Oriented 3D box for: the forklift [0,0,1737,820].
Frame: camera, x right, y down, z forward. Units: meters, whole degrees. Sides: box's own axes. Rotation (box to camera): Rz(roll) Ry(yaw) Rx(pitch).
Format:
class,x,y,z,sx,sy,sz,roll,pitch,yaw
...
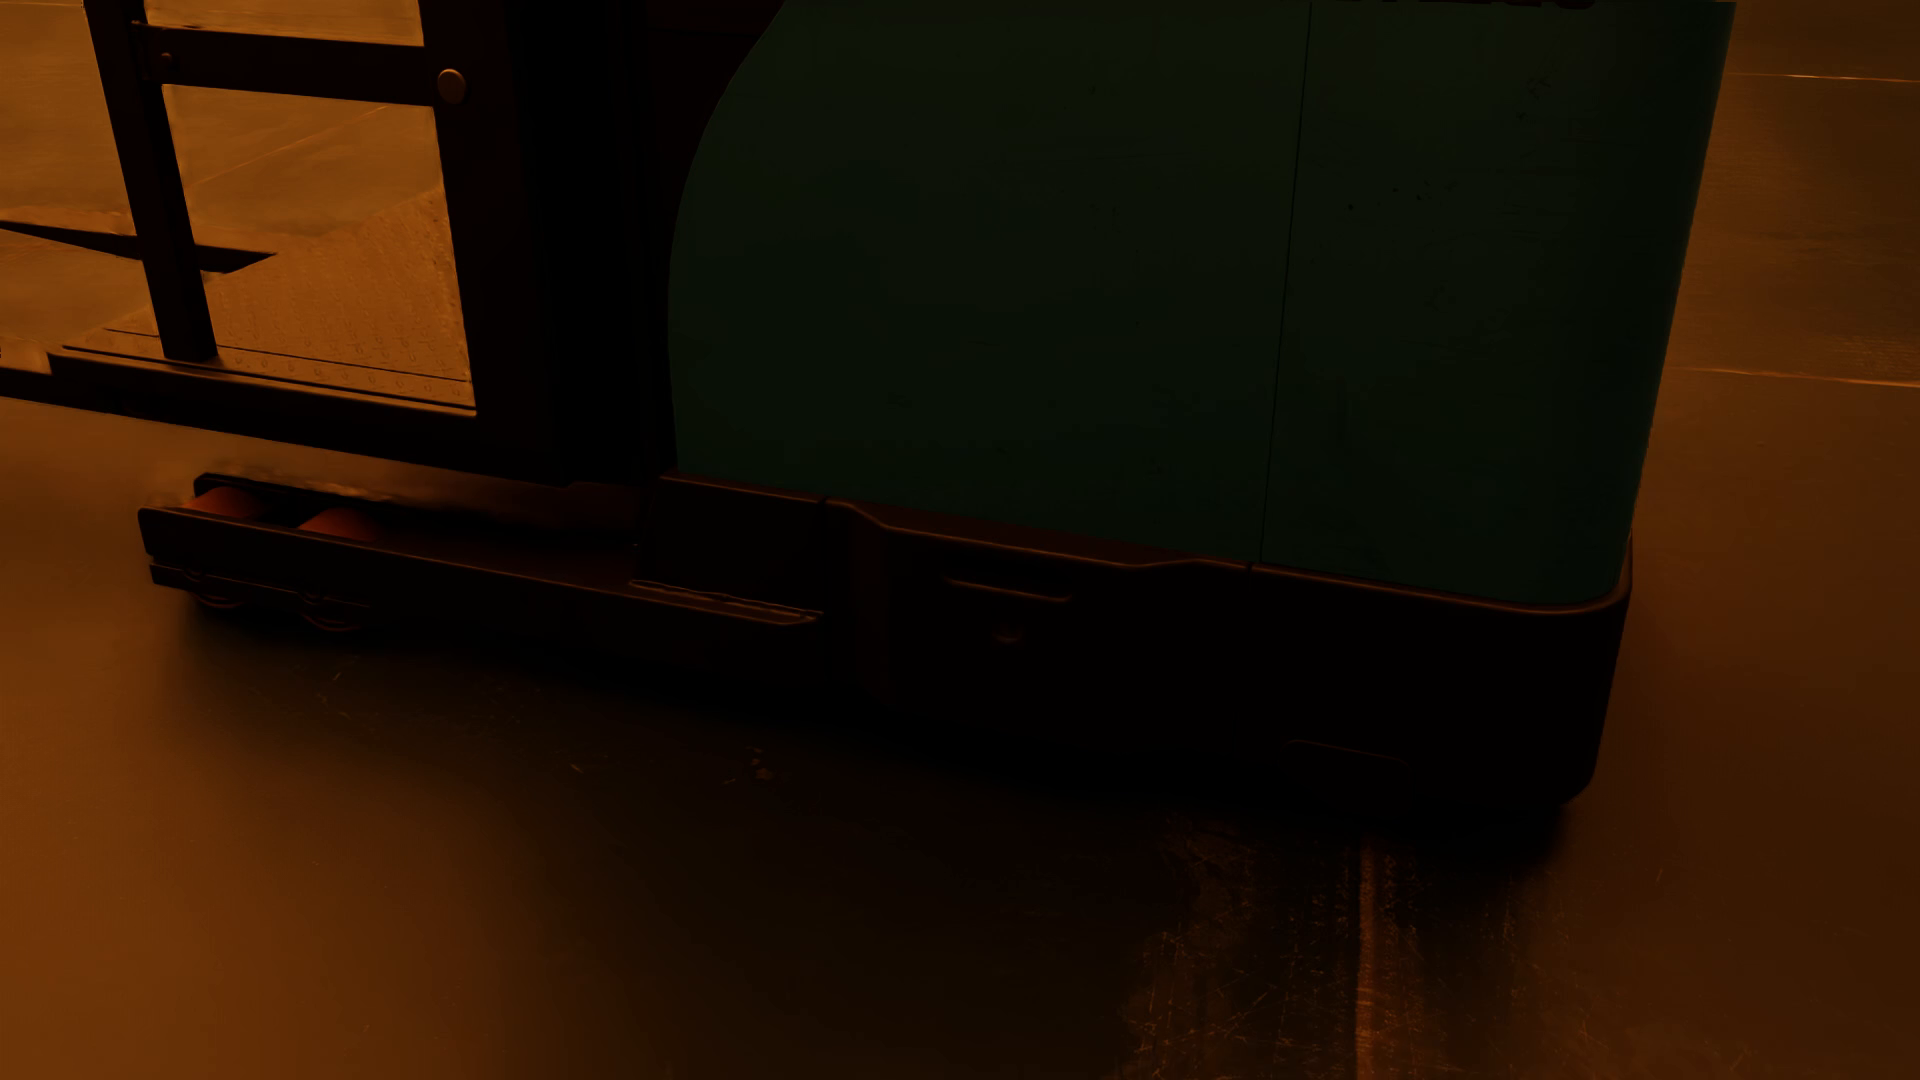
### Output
class,x,y,z,sx,sy,sz,roll,pitch,yaw
forklift,-0.588,-1.396,2.012,3.031,2.935,1.130,9,28,17
